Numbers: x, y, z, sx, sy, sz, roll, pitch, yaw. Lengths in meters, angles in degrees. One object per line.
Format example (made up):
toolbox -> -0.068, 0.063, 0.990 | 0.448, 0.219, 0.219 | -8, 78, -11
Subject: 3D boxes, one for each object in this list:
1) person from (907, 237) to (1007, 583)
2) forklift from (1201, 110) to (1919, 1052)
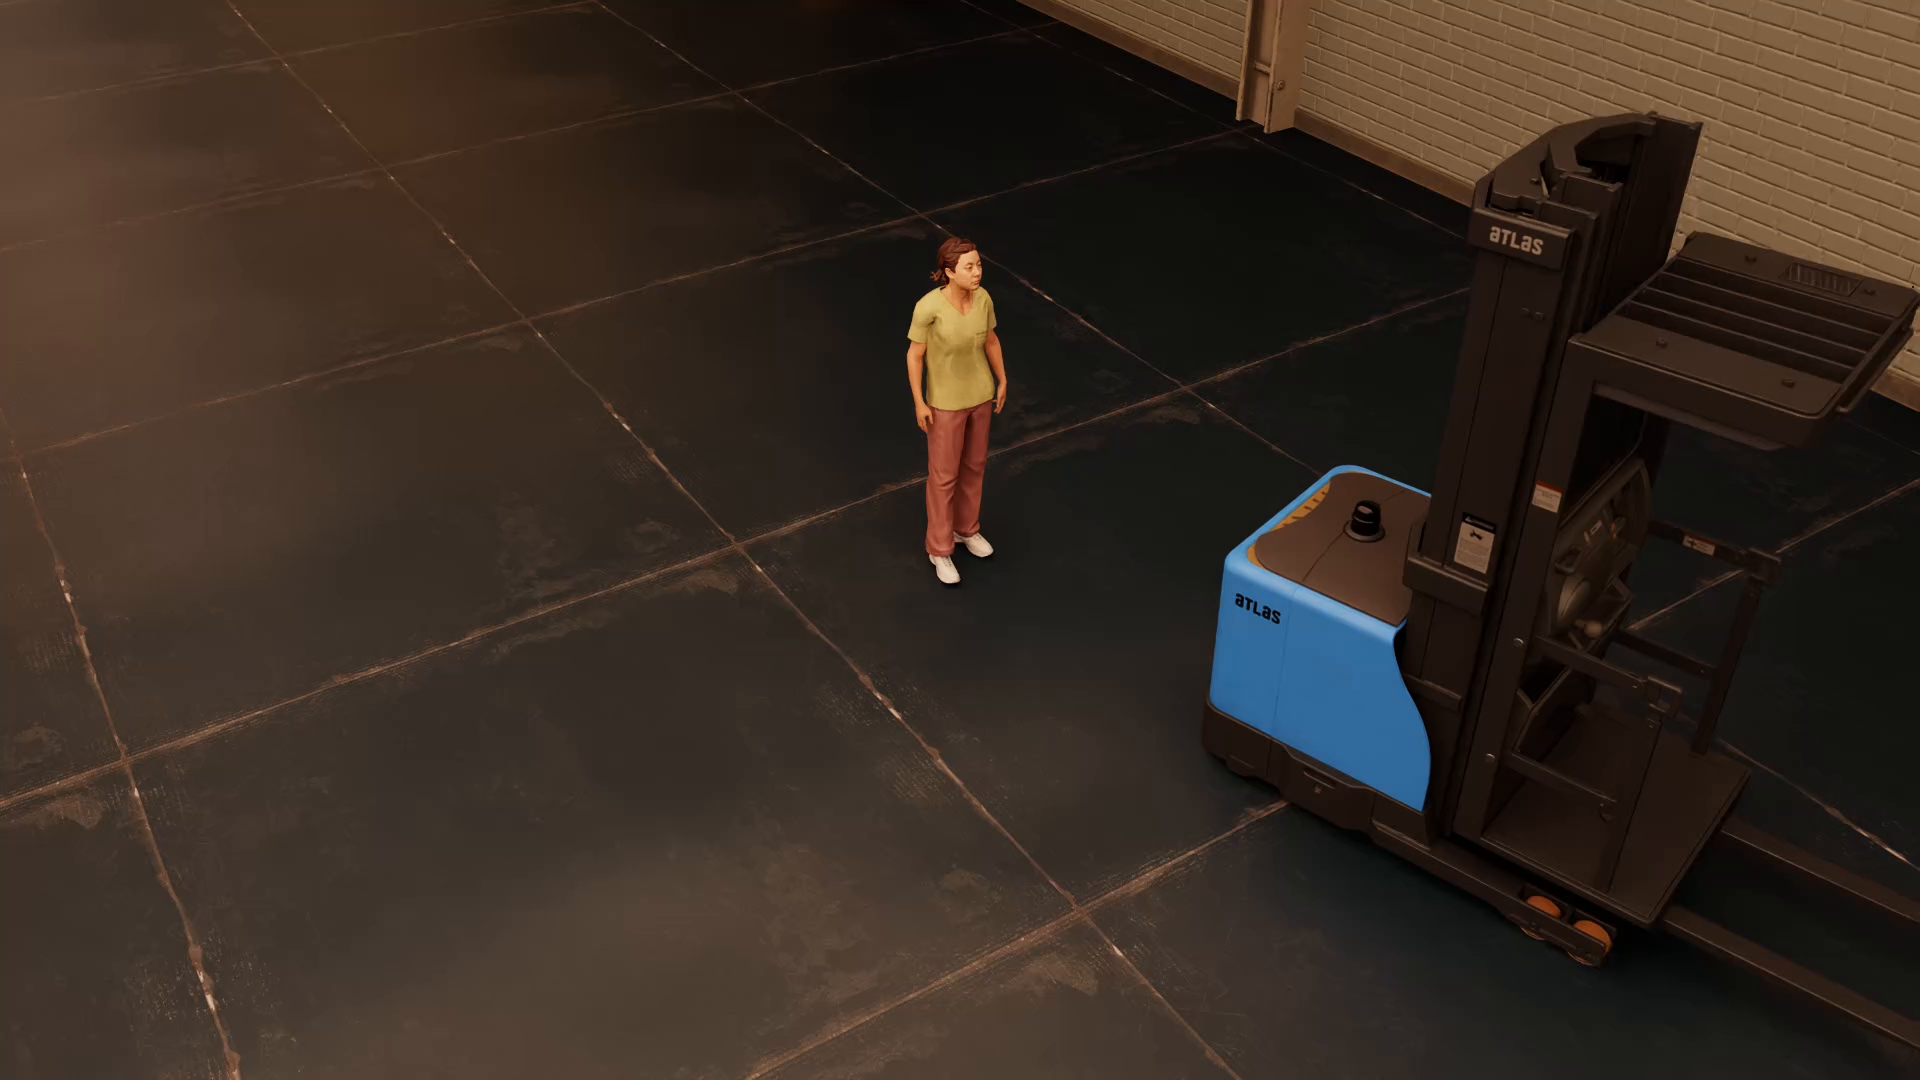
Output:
person -> 0.031, -0.653, 8.156 | 0.555, 1.675, 0.549 | -21, 40, -27
forklift -> 2.511, 0.083, 6.030 | 3.031, 2.935, 1.130 | 26, 43, 32
